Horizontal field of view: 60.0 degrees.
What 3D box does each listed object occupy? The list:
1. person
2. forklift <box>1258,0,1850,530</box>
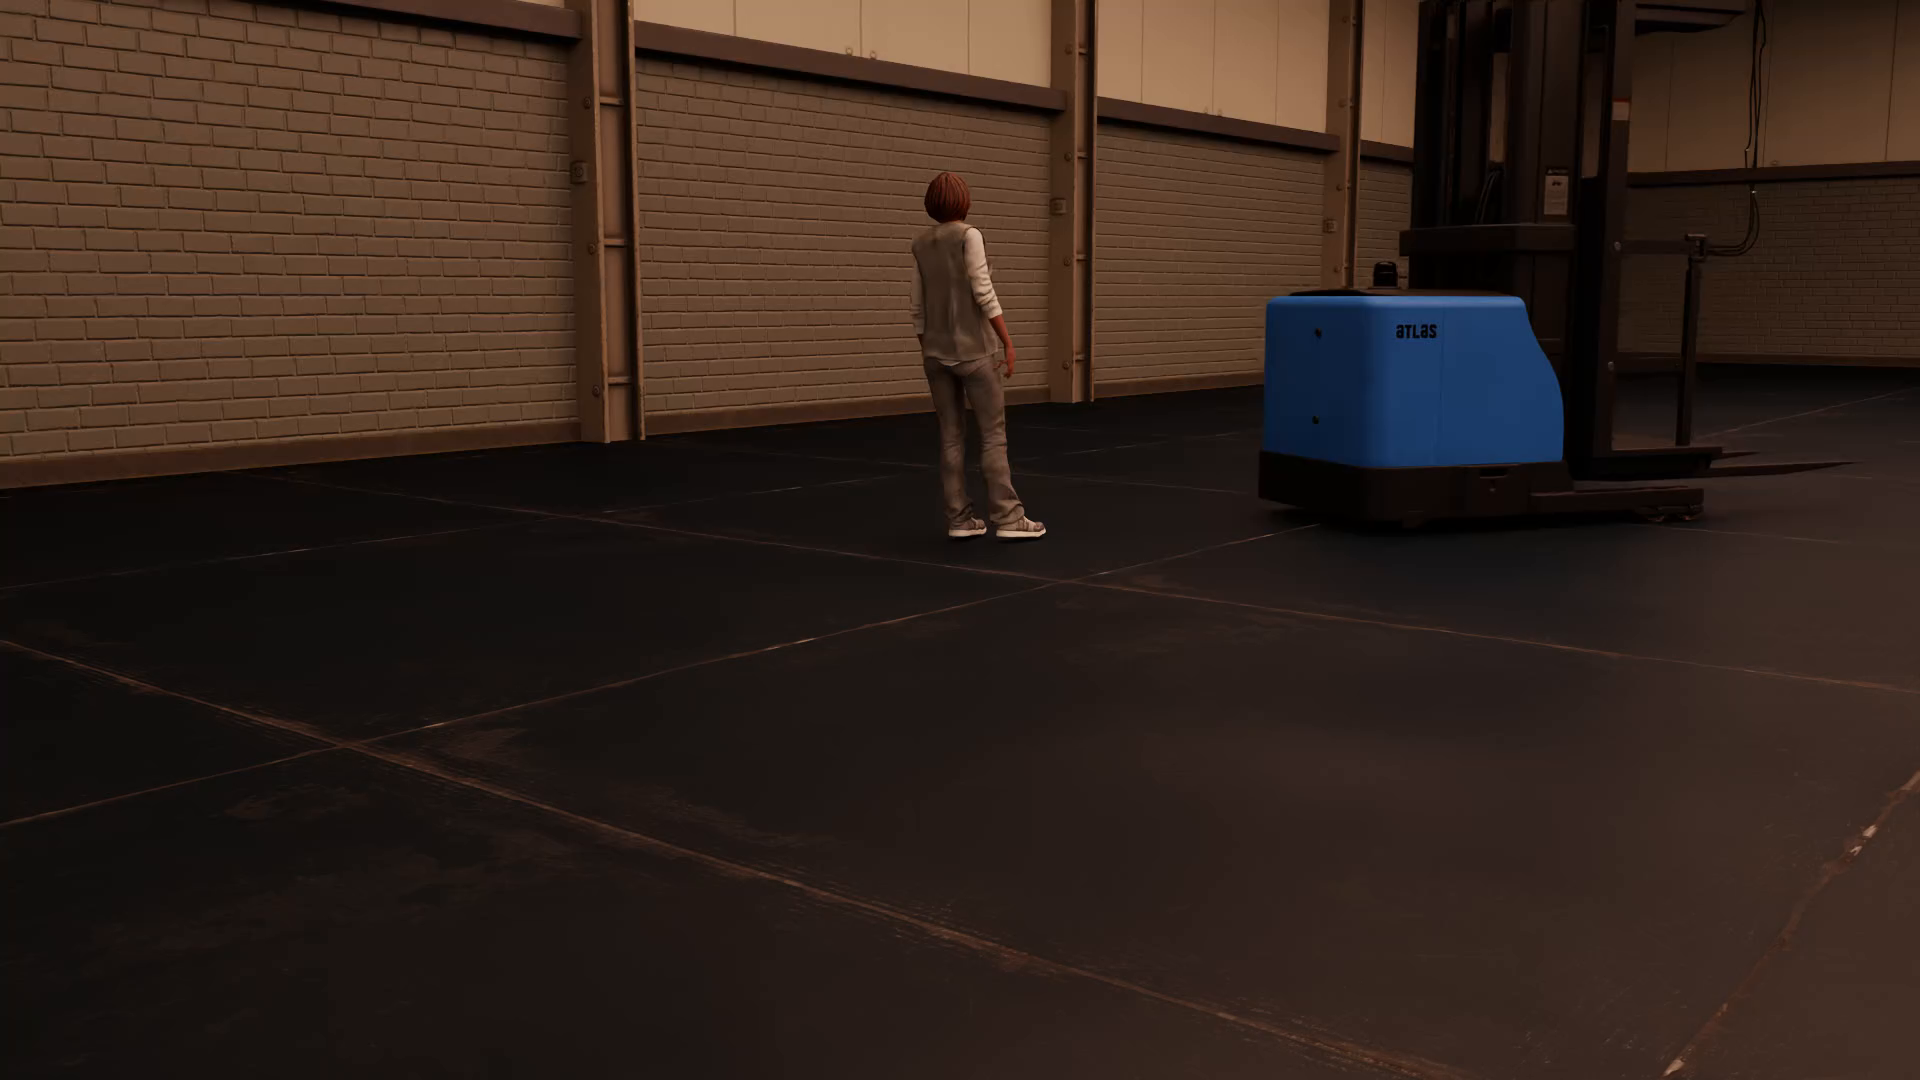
[{"bbox_3d":[0.057,-0.804,7.336,0.521,1.596,0.475,7,11,38],"label":"person"},{"bbox_3d":[3.073,-1.603,8.239,3.031,2.935,1.130,-3,9,-19],"label":"forklift"}]
